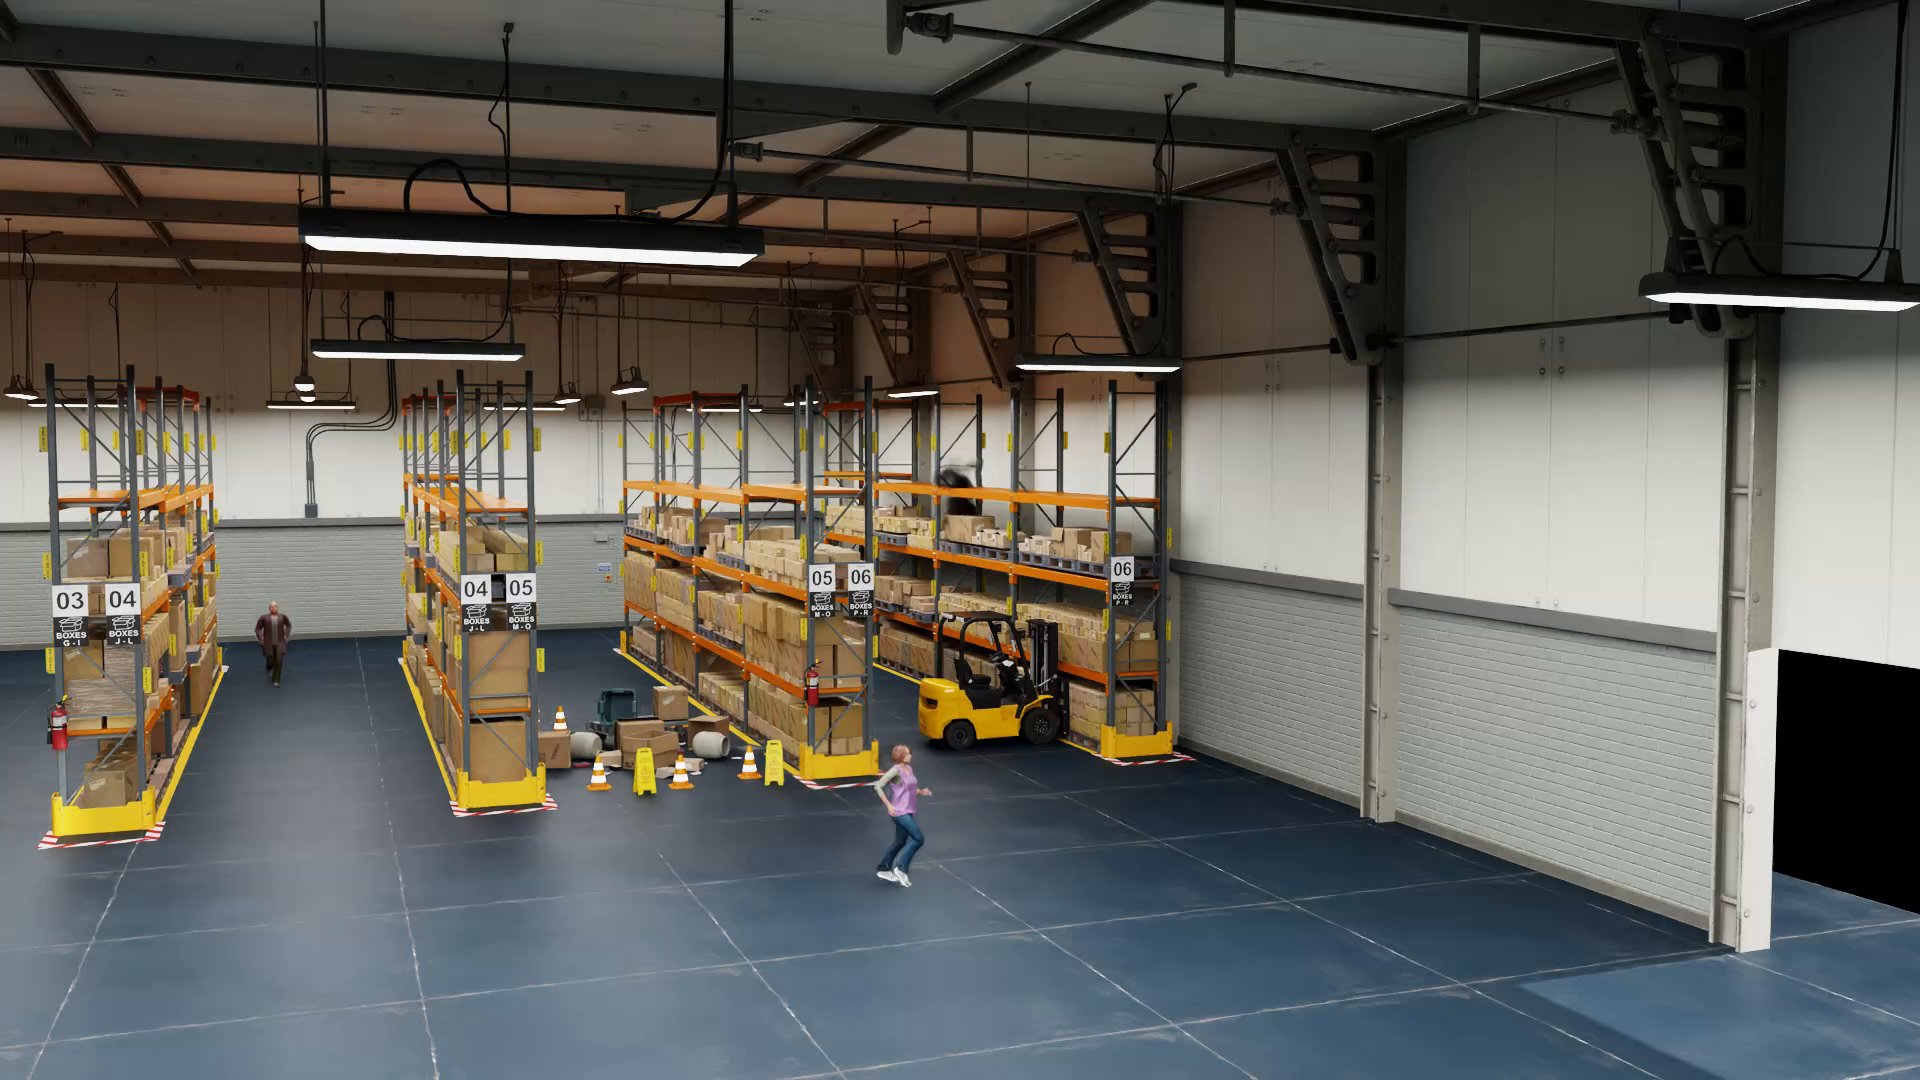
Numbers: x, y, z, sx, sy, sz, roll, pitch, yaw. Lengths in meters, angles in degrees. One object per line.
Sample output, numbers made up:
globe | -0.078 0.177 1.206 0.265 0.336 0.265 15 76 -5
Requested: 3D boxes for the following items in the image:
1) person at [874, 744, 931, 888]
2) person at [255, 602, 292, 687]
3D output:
person | -0.641 3.111 18.738 0.672 1.590 0.504 1 3 16
person | -14.137 2.140 34.284 0.712 1.744 0.789 -2 4 -28
